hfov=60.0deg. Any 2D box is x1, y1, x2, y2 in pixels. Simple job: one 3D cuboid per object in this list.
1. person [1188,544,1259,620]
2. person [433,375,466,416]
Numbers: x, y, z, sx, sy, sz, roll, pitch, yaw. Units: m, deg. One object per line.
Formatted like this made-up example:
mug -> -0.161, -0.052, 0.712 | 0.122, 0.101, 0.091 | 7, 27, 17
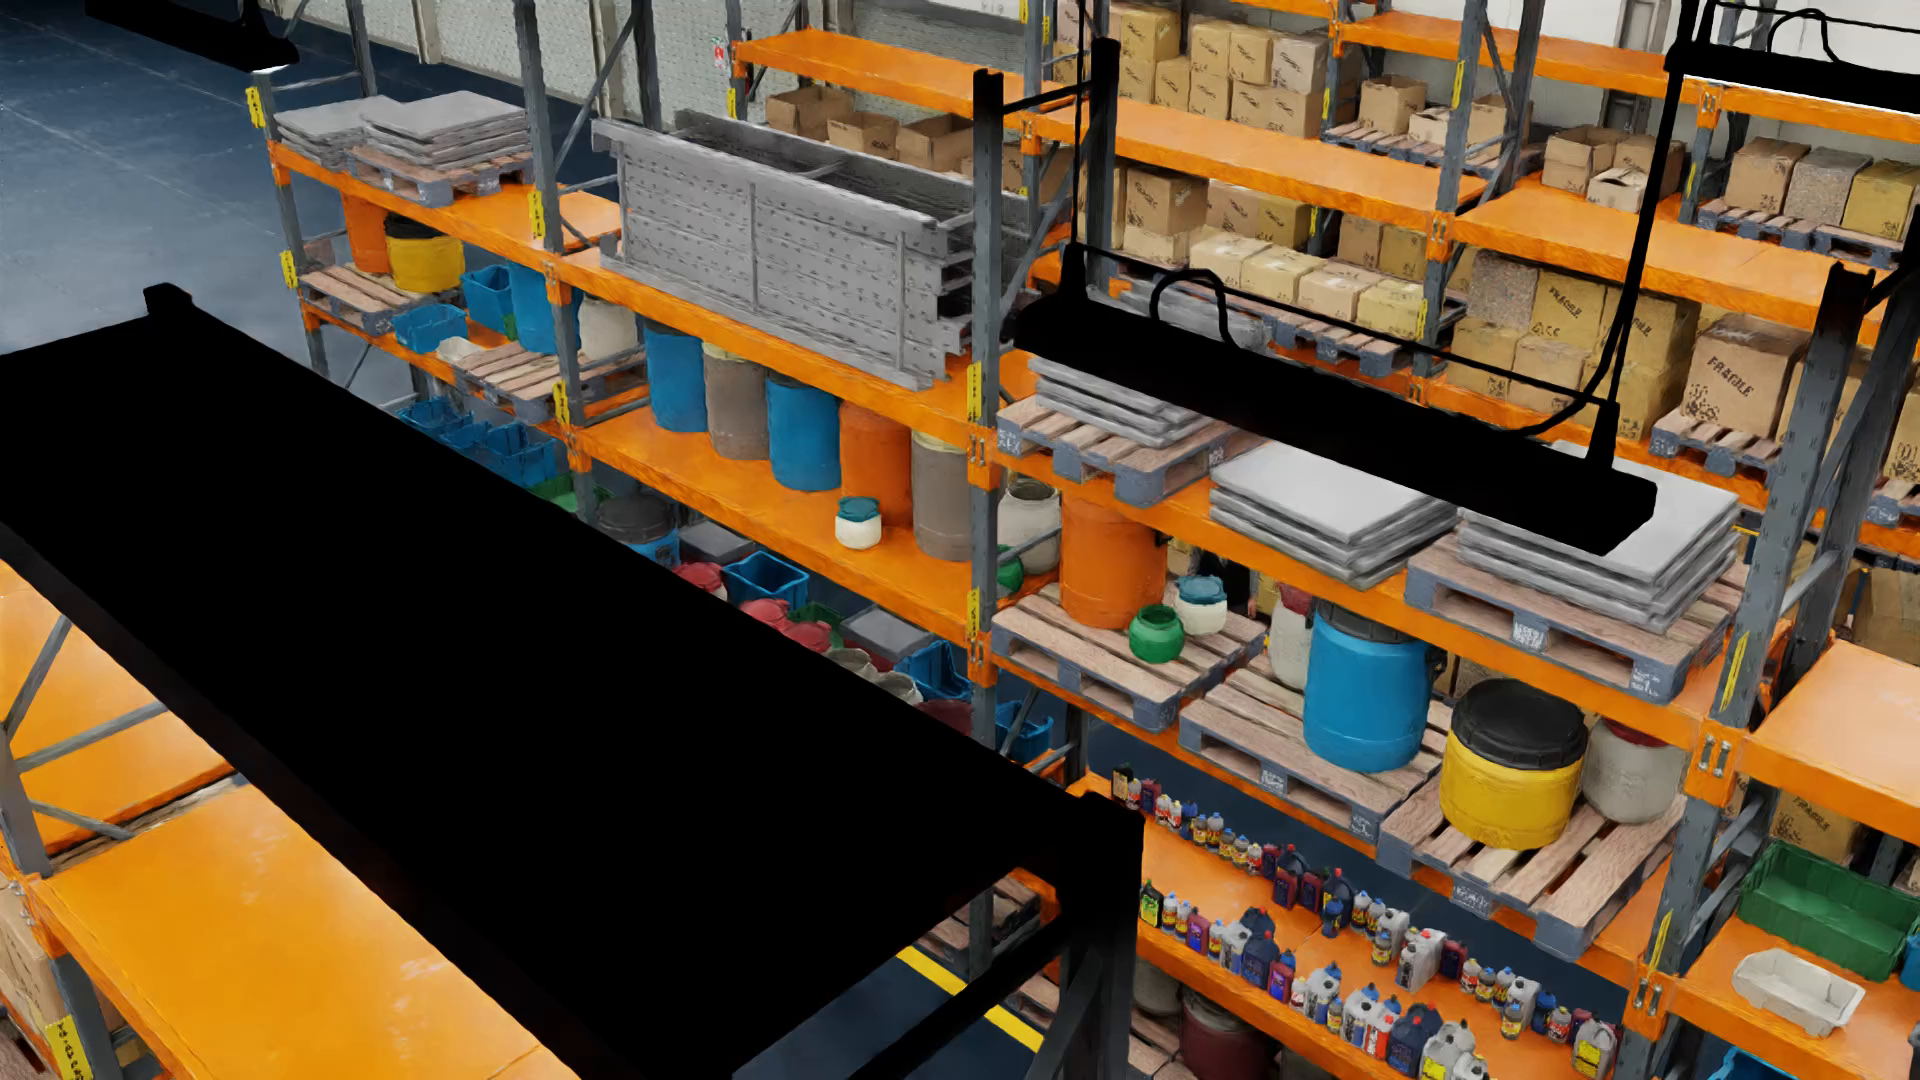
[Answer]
person -> 2.130, 0.499, 13.568 | 0.582, 1.729, 0.450 | 7, 30, 12
person -> -5.588, -1.923, 17.823 | 0.429, 1.768, 0.651 | -13, 32, -22
